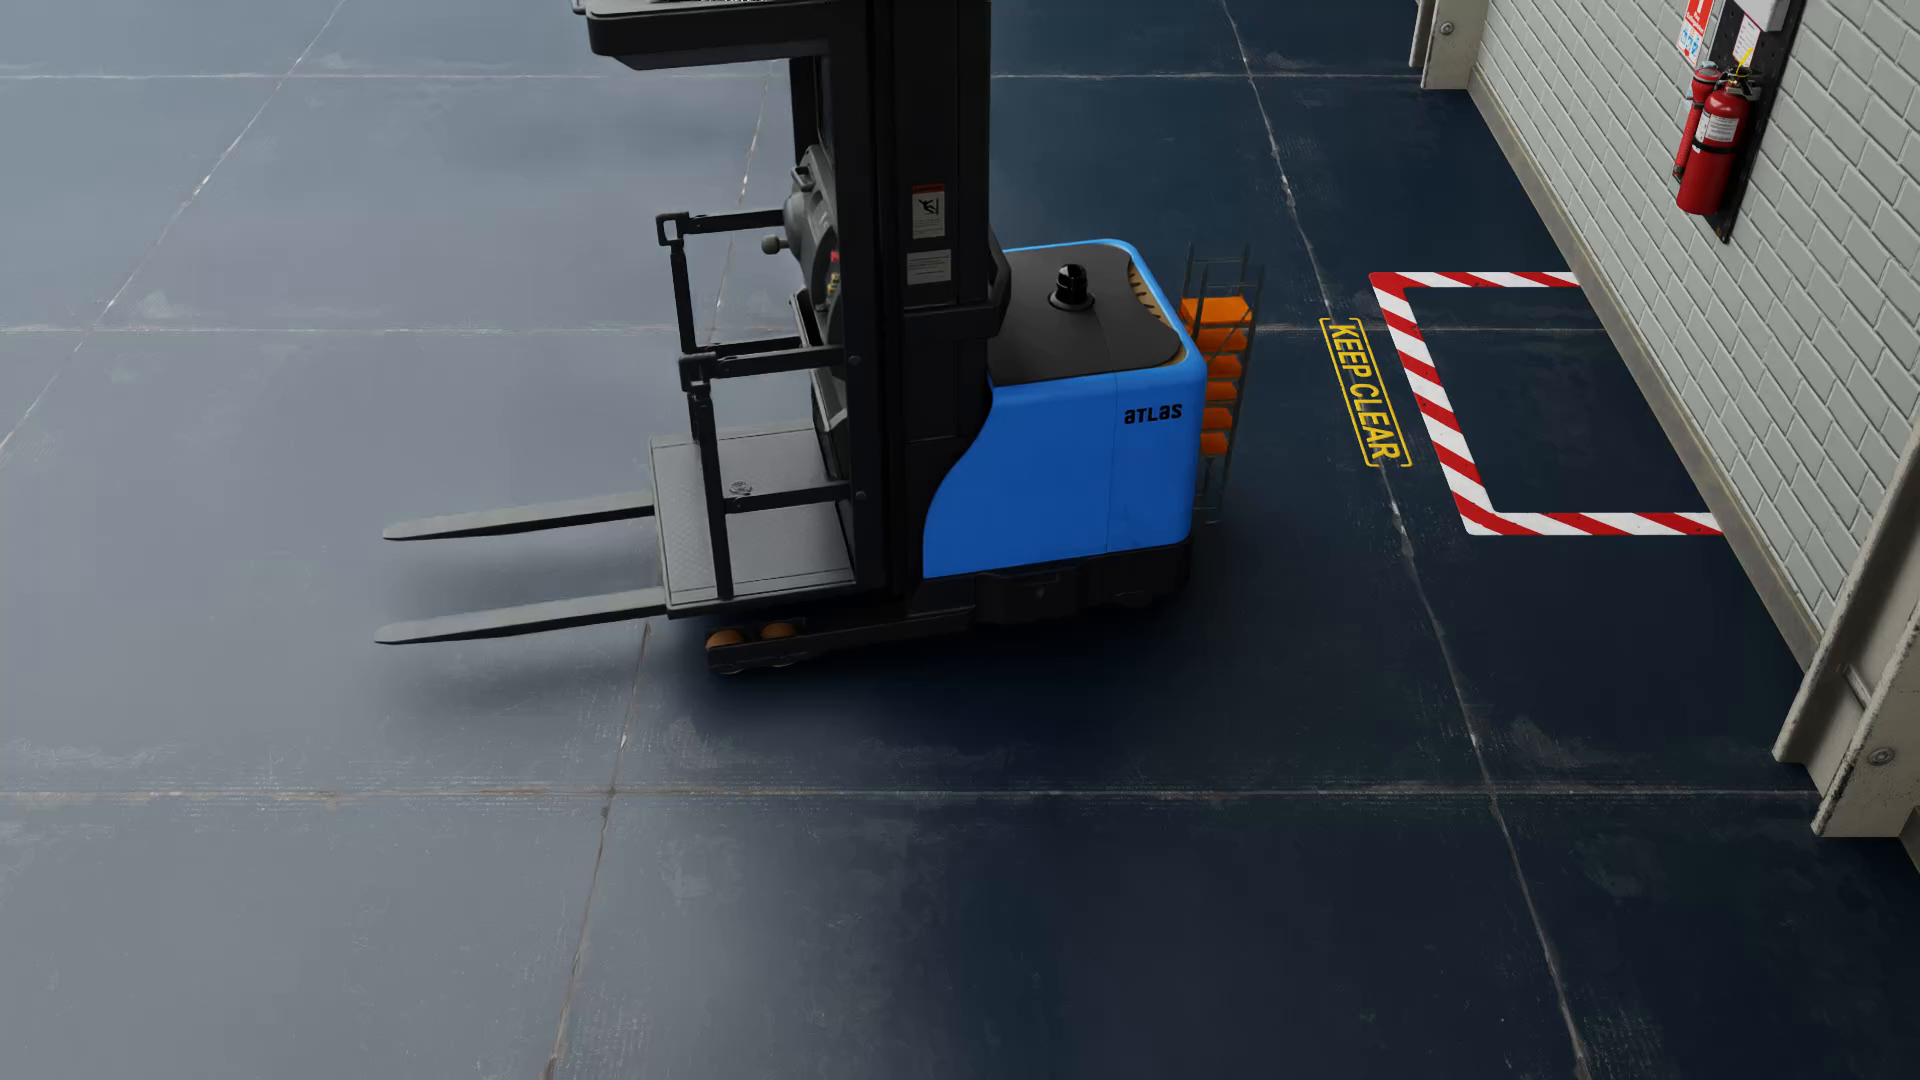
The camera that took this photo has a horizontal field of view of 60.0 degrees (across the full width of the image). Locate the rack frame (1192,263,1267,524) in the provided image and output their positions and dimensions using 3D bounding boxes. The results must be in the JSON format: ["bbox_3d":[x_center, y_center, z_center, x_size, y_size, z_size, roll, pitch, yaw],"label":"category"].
[{"bbox_3d":[0.976,-0.535,6.448,0.240,1.200,0.006,-4,39,-9],"label":"rack frame"}]

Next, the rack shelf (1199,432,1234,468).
[{"bbox_3d":[0.947,-0.369,6.695,0.258,0.103,0.180,-4,39,-9],"label":"rack shelf"}]

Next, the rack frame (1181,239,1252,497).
[{"bbox_3d":[0.946,-0.648,6.589,0.240,1.200,0.006,-4,39,-9],"label":"rack frame"}]

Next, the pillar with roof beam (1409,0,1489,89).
[{"bbox_3d":[-1.314,-6.400,7.540,9.100,9.000,0.400,0,39,0],"label":"pillar with roof beam"}]

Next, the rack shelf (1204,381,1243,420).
[{"bbox_3d":[0.959,-0.557,6.546,0.258,0.103,0.180,-4,39,-9],"label":"rack shelf"}]

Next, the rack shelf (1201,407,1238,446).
[{"bbox_3d":[0.953,-0.463,6.620,0.258,0.103,0.180,-4,39,-9],"label":"rack shelf"}]

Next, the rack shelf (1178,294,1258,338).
[{"bbox_3d":[0.977,-0.839,6.323,0.258,0.103,0.180,-4,39,-9],"label":"rack shelf"}]

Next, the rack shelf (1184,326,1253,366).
[{"bbox_3d":[0.971,-0.745,6.398,0.258,0.103,0.180,-4,39,-9],"label":"rack shelf"}]

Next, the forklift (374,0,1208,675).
[{"bbox_3d":[-0.684,-1.011,5.667,3.031,2.935,1.130,-8,39,-10],"label":"forklift"}]

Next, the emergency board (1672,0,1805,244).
[{"bbox_3d":[3.034,-1.855,6.667,0.194,1.169,0.643,0,39,0],"label":"emergency board"}]

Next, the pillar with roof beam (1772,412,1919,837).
[{"bbox_3d":[-1.307,-2.648,2.858,9.100,9.000,0.400,0,39,0],"label":"pillar with roof beam"}]

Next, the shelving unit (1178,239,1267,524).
[{"bbox_3d":[0.961,-0.592,6.519,0.258,1.200,0.189,-4,39,-9],"label":"shelving unit"}]

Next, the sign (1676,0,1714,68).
[{"bbox_3d":[3.136,-2.215,7.087,0.001,0.329,0.234,0,39,0],"label":"sign"}]

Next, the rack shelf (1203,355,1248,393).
[{"bbox_3d":[0.965,-0.651,6.472,0.258,0.103,0.180,-4,39,-9],"label":"rack shelf"}]
